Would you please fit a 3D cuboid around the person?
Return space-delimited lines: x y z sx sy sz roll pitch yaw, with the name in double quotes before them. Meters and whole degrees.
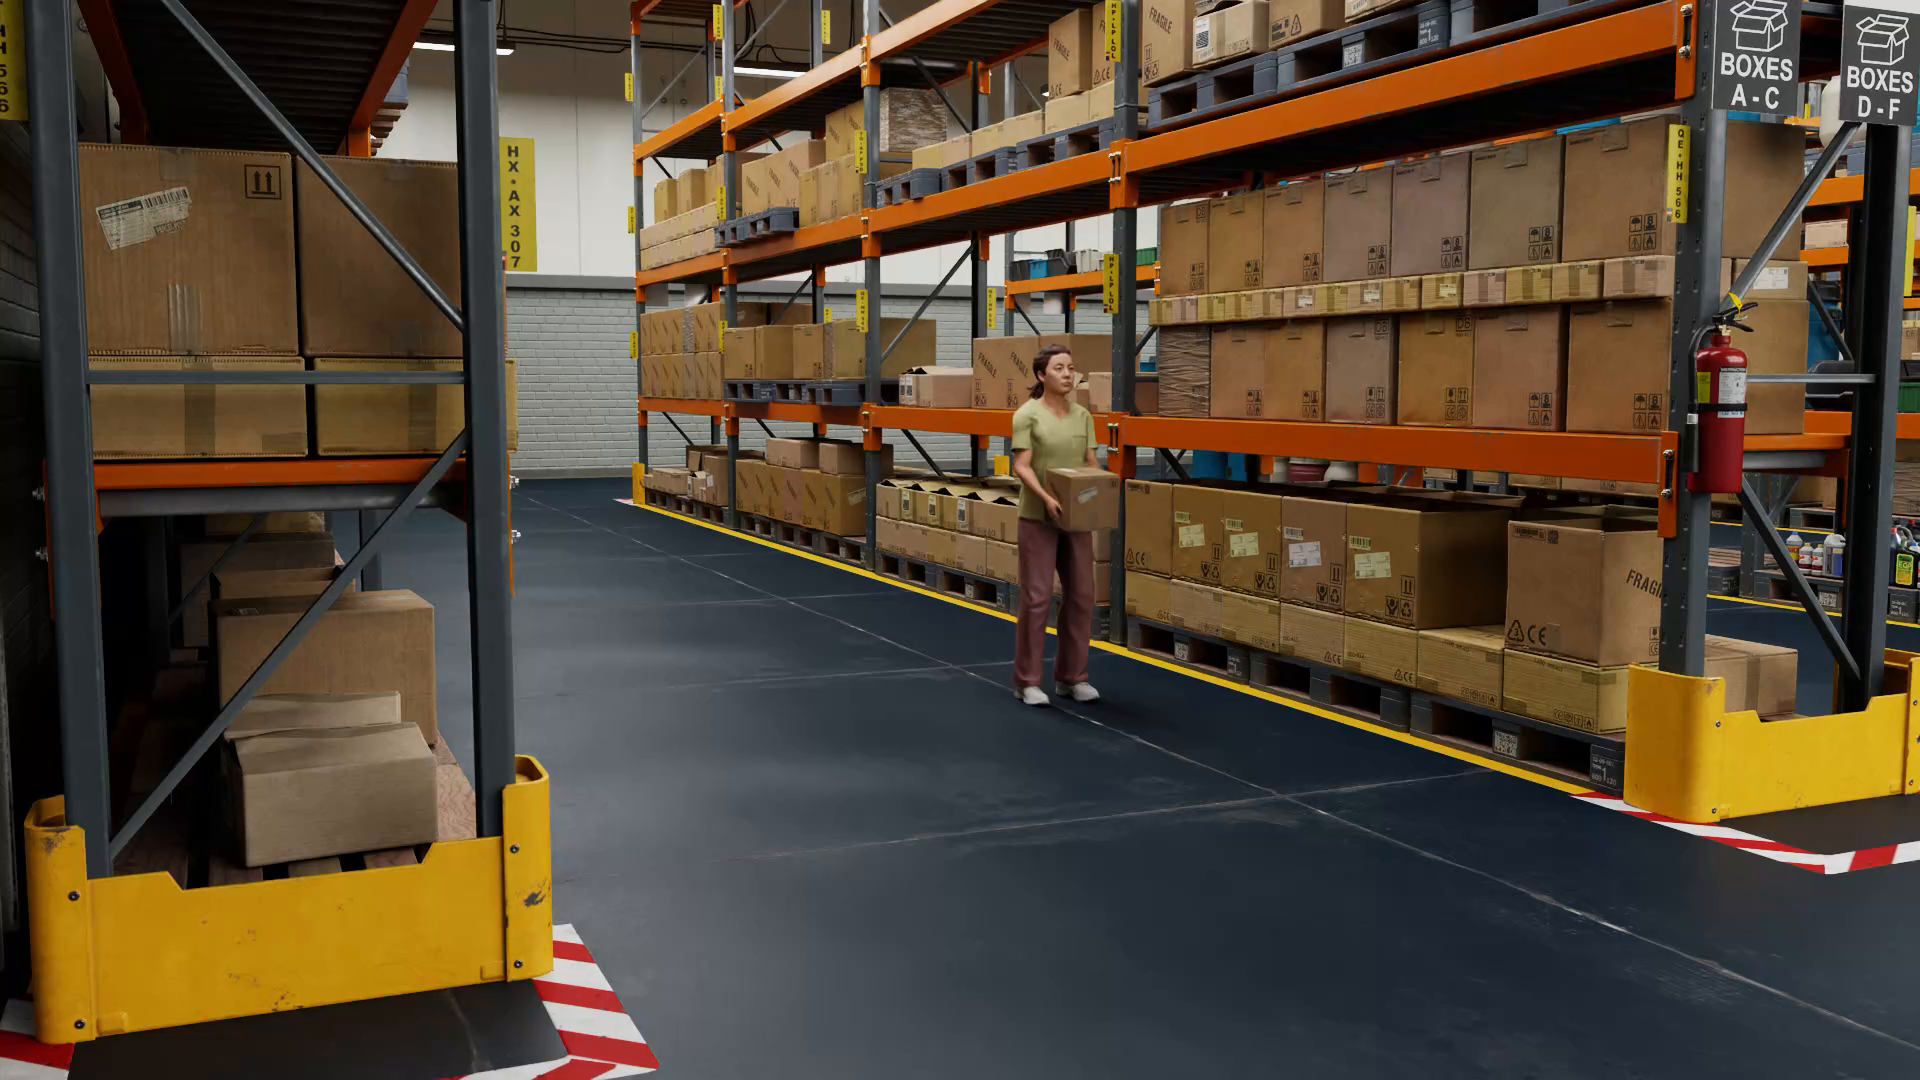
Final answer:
"person" 0.471 -0.075 7.745 0.459 1.674 0.499 -3 6 -25
